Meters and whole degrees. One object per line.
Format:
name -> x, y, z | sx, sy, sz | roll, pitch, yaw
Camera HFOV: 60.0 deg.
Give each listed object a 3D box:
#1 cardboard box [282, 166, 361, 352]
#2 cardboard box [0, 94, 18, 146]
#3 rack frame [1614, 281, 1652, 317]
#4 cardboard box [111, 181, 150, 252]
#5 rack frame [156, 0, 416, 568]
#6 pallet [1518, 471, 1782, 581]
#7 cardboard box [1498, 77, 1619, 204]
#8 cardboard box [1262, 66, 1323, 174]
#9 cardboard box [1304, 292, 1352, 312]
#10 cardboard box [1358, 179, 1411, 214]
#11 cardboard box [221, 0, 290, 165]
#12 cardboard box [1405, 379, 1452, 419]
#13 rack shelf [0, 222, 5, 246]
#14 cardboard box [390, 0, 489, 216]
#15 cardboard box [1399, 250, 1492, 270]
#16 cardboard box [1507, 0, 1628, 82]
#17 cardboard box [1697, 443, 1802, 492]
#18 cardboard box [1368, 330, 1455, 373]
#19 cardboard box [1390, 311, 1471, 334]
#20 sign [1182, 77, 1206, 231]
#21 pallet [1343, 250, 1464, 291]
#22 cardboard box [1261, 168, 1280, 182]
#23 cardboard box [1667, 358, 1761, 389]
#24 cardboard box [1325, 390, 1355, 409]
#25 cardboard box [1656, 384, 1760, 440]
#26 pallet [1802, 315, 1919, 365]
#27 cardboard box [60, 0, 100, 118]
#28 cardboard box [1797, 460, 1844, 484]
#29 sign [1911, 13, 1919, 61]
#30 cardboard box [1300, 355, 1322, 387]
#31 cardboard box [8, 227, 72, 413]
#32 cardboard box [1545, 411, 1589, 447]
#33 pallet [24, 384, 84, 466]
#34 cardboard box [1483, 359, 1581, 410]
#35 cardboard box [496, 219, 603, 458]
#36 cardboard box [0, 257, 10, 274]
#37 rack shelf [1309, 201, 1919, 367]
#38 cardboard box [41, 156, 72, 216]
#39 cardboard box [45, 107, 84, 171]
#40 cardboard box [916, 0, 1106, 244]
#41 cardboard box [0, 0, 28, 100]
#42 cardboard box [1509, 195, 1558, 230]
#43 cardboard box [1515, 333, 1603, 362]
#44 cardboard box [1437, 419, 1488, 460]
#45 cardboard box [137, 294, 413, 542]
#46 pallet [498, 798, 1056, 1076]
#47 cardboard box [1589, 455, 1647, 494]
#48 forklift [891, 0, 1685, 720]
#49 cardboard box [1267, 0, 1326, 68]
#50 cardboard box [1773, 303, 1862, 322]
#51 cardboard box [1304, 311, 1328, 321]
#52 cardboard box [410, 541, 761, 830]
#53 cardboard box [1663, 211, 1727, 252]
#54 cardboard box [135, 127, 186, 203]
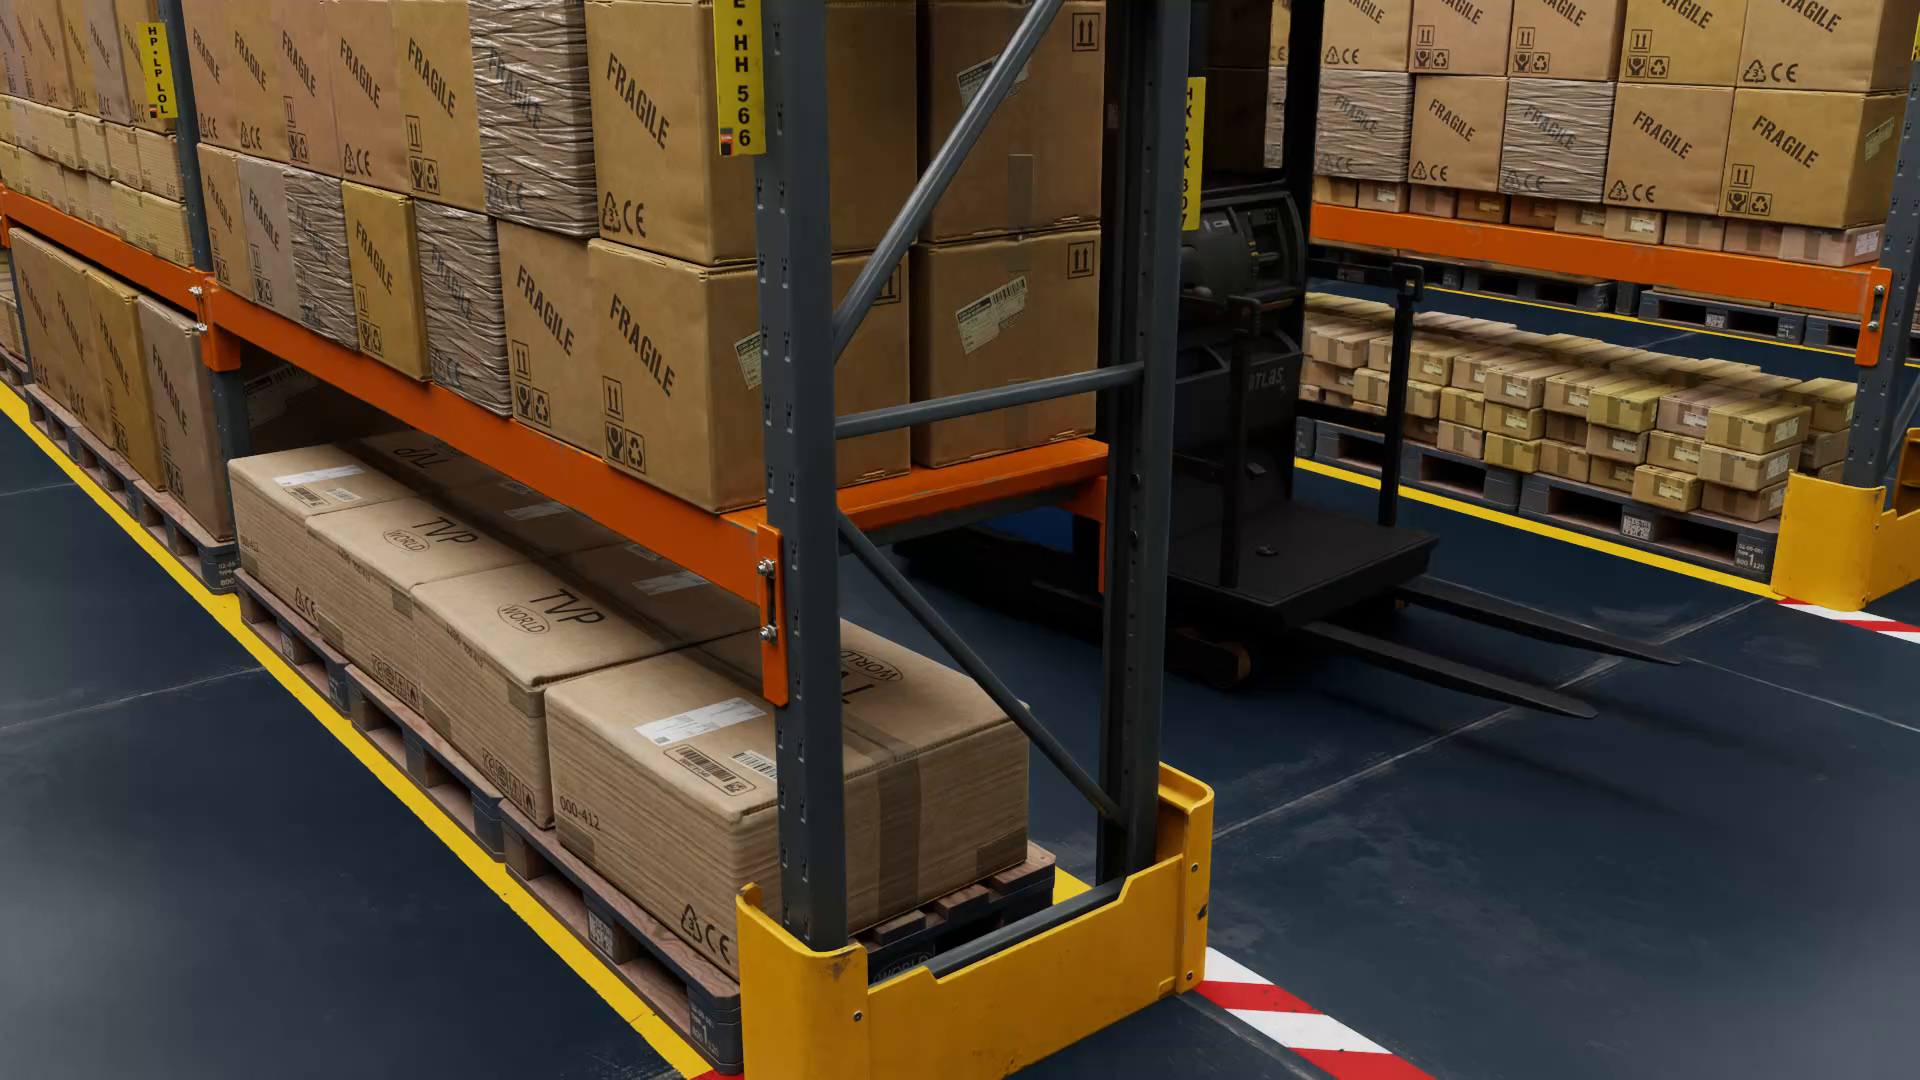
cardboard box -> -1.733, -0.898, 5.143 | 0.500, 0.500, 0.500 | -14, 23, -36
cardboard box -> -4.795, -2.244, 8.812 | 0.500, 0.250, 0.500 | -14, 23, -36
rack frame -> 5.336, -3.200, 12.254 | 1.000, 3.000, 0.127 | -14, 23, -36
cardboard box -> -3.224, -1.382, 7.002 | 0.500, 0.250, 0.500 | -14, 23, -37
rack frame -> -2.432, -1.266, 6.413 | 1.000, 3.000, 0.127 | -14, 23, -36
pallet -> 3.345, -0.173, 7.550 | 1.003, 0.211, 1.213 | -14, 23, -36
cardboard box -> 2.750, -1.771, 7.308 | 0.500, 0.500, 0.500 | -14, 23, -36
cardboard box -> 1.808, -2.154, 8.463 | 0.500, 0.500, 0.500 | -14, 23, -36
cardboard box -> 2.000, -1.293, 9.417 | 0.380, 0.149, 0.250 | -14, 23, -35
cardboard box -> 2.160, -1.689, 8.091 | 0.380, 0.149, 0.250 | -13, 22, -34
cardboard box -> -2.018, -1.498, 5.364 | 0.500, 0.500, 0.500 | -14, 23, -37
cardboard box -> 2.324, -0.715, 8.143 | 0.380, 0.149, 0.250 | -14, 23, -36
rack shelf -> -6.158, -2.403, 10.991 | 1.077, 0.370, 4.000 | -14, 23, -36
cardboard box -> -1.087, -1.120, 4.224 | 0.500, 0.500, 0.500 | -14, 23, -36
cardboard box -> 4.368, -2.764, 13.651 | 1.225, 0.875, 0.875 | -15, 23, -38
cardboard box -> 2.745, -2.250, 7.162 | 0.500, 0.500, 0.500 | -13, 22, -33
cardboard box -> 3.317, -0.333, 6.989 | 0.380, 0.149, 0.250 | -15, 23, -38
cardboard box -> 2.265, -0.938, 8.345 | 0.380, 0.149, 0.250 | -15, 24, -38
cardboard box -> 2.501, -1.105, 8.849 | 0.380, 0.149, 0.250 | -15, 24, -39
sign -> 0.490, -0.836, 3.611 | 0.100, 0.325, 0.005 | -14, 23, -36
pallet -> 4.036, -2.352, 14.131 | 1.003, 0.211, 1.213 | -14, 23, -36
cardboard box -> 1.730, -1.899, 8.726 | 0.380, 0.149, 0.250 | -15, 24, -38
cardboard box -> 3.488, -0.727, 7.705 | 0.380, 0.149, 0.250 | -14, 23, -36
cardboard box -> 2.111, -0.721, 8.636 | 0.380, 0.149, 0.250 | -15, 24, -38
cardboard box -> 3.230, -0.554, 7.183 | 0.380, 0.149, 0.250 | -13, 23, -35
pallet -> 6.509, -1.373, 11.172 | 1.003, 0.211, 1.213 | -14, 23, -36
cardboard box -> -3.533, -2.104, 7.194 | 0.500, 0.500, 0.500 | -13, 22, -34
cardboard box -> 3.794, -0.309, 7.390 | 0.380, 0.149, 0.250 | -13, 23, -35
sign -> 3.421, -1.867, 5.886 | 0.100, 0.325, 0.005 | -14, 23, -36
cardboard box -> 1.932, -0.927, 8.785 | 0.380, 0.149, 0.250 | -15, 24, -39
cardboard box -> -4.552, -1.256, 9.095 | 0.875, 0.875, 0.875 | -14, 23, -37
cardboard box -> 2.907, -0.547, 7.636 | 0.380, 0.149, 0.250 | -14, 23, -37
pallet -> -4.485, -0.719, 9.197 | 1.003, 0.211, 1.213 | -14, 23, -36
cardboard box -> 2.649, -0.724, 7.698 | 0.380, 0.149, 0.250 | -13, 22, -34
cardboard box -> -0.756, -0.521, 4.006 | 0.500, 0.500, 0.500 | -15, 23, -37
cardboard box -> -6.190, -1.713, 11.275 | 0.950, 0.372, 0.625 | -13, 22, -34
rack shelf -> 2.627, -1.422, 8.031 | 1.077, 0.370, 4.000 | -14, 23, -36
cardboard box -> -4.155, -1.757, 8.135 | 0.500, 0.250, 0.500 | -13, 22, -34
cardboard box -> -3.870, -1.864, 7.664 | 0.500, 0.250, 0.500 | -13, 23, -35
cardboard box -> -0.023, -0.976, 3.789 | 0.500, 0.500, 0.500 | -15, 23, -37
cardboard box -> -4.486, -2.484, 8.342 | 0.500, 0.500, 0.500 | -14, 23, -36
cardboard box -> 2.714, -1.512, 7.555 | 0.380, 0.149, 0.250 | -15, 24, -38
cardboard box -> 2.977, -0.915, 8.276 | 0.380, 0.149, 0.250 | -14, 23, -35
cardboard box -> 2.518, -0.512, 8.004 | 0.380, 0.149, 0.250 | -13, 23, -35
cardboard box -> -2.880, -0.594, 7.095 | 0.875, 0.875, 0.875 | -13, 22, -34
pallet -> -0.507, 0.862, 4.424 | 1.003, 0.211, 1.213 | -14, 23, -36
cardboard box -> 3.043, -0.332, 7.459 | 0.380, 0.149, 0.250 | -14, 23, -36
forklift -> 1.096, -1.056, 5.888 | 1.130, 2.935, 3.031 | -17, 25, -41
cardboard box -> 1.808, -2.637, 8.330 | 0.500, 0.500, 0.500 | -15, 23, -38
cardboard box -> 6.242, -1.991, 11.314 | 0.875, 0.875, 0.875 | -14, 23, -36
cardboard box -> 1.757, -1.128, 8.917 | 0.380, 0.149, 0.250 | -14, 23, -37
cardboard box -> -1.012, 0.370, 4.882 | 0.875, 0.438, 0.875 | -13, 22, -35
cardboard box -> 3.152, -1.305, 6.930 | 0.380, 0.149, 0.250 | -14, 23, -37
cardboard box -> -2.897, -1.493, 6.543 | 0.500, 0.250, 0.500 | -14, 23, -36
